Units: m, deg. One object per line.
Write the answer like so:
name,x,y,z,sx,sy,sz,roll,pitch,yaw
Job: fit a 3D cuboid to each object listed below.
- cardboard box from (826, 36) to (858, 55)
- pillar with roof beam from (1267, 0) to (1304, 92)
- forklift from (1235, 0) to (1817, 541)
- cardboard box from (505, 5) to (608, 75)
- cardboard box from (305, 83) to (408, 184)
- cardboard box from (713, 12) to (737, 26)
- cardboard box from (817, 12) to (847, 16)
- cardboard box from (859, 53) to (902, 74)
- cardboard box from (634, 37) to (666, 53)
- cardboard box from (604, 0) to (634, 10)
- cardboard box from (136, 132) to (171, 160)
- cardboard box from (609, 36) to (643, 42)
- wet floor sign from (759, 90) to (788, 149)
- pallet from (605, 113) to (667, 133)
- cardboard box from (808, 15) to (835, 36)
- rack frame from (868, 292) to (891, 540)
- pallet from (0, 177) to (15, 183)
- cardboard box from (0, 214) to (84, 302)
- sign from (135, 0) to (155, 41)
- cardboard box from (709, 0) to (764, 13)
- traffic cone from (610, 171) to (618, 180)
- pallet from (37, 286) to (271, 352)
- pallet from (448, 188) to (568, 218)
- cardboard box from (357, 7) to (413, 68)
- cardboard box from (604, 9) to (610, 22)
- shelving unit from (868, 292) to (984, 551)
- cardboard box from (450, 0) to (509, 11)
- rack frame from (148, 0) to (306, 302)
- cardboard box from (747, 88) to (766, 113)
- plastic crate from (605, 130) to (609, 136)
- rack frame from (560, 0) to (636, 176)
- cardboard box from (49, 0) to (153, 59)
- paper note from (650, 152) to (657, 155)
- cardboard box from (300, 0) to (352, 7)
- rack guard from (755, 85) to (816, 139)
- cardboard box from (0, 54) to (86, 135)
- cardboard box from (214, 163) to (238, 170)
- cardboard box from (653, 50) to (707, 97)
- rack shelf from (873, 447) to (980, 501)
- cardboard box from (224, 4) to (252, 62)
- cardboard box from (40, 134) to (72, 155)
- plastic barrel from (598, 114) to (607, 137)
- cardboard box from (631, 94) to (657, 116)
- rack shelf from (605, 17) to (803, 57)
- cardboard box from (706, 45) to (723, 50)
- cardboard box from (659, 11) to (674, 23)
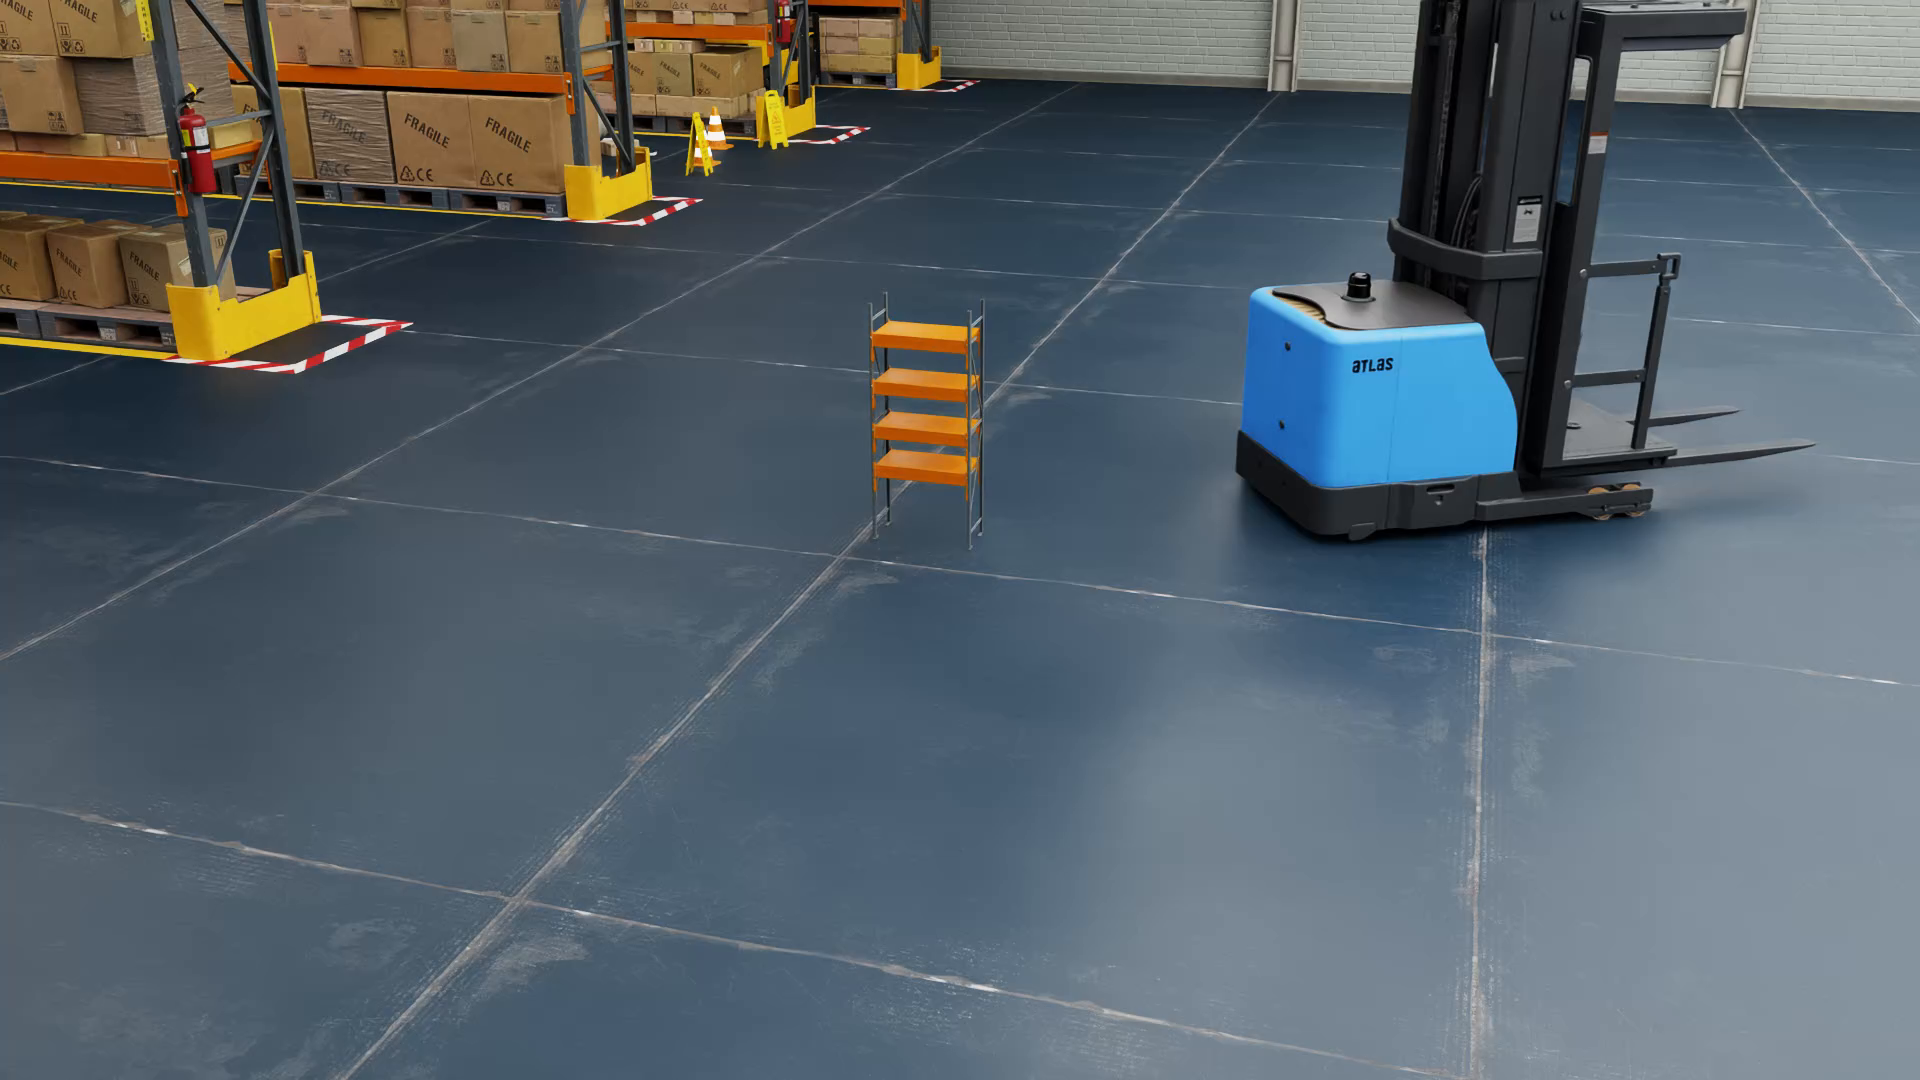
cardboard box,-1.666,-7.367,24.688,0.500,0.250,0.500,6,23,15
pillar with roof beam,3.461,-9.172,18.773,0.400,9.000,9.100,7,23,16
forklift,3.063,-1.643,8.414,3.031,2.935,1.130,-6,23,-14
cardboard box,-3.765,-4.695,15.565,0.550,0.550,0.875,7,23,16
cardboard box,-5.780,-4.059,16.460,0.875,0.875,0.875,7,23,16
cardboard box,-2.758,-6.245,19.874,0.250,0.149,0.380,6,23,15
cardboard box,-1.994,-7.833,25.166,0.500,0.250,0.500,6,23,15
cardboard box,-1.174,-7.074,24.632,0.500,0.250,0.500,7,23,16
cardboard box,-3.768,-6.047,20.287,0.250,0.149,0.380,8,23,18
cardboard box,-4.098,-6.729,20.199,0.500,0.500,0.500,7,23,16
cardboard box,-5.258,-2.650,11.110,0.250,0.149,0.380,7,23,16
cardboard box,-4.965,-7.802,25.913,0.625,0.625,0.875,8,24,18
wet floor sign,-2.191,-4.912,19.395,0.232,0.644,0.267,16,27,34
pallet,-4.068,-5.365,21.072,1.213,0.211,1.003,7,23,16
cardboard box,-2.141,-7.642,24.700,0.500,0.250,0.500,7,23,16
rack frame,-0.392,-0.600,8.152,0.015,1.200,0.240,7,23,16
pallet,-10.322,-4.074,17.925,1.213,0.211,1.003,7,23,16
cardboard box,-6.695,-2.051,12.059,0.500,0.500,0.500,9,24,20
sign,-5.105,-3.293,10.403,0.005,0.325,0.100,7,23,16
cardboard box,-2.663,-6.554,19.772,0.500,0.500,0.500,6,23,15
traffic cone,-3.495,-4.002,17.416,0.334,0.463,0.336,7,23,16
pallet,-5.766,-1.630,11.967,1.213,0.211,1.003,7,23,16
pallet,-4.185,-3.370,16.209,1.213,0.211,1.003,7,23,15
cardboard box,-5.317,-4.897,16.059,0.500,0.550,0.875,7,23,16
cardboard box,-4.213,-6.421,20.302,0.250,0.149,0.380,6,23,15
shelving unit,-0.158,-0.573,8.087,0.503,1.200,0.258,7,23,16
cardboard box,-4.294,-5.252,15.500,0.550,0.550,0.875,7,23,16
rack frame,-4.926,-2.810,11.169,0.127,3.000,1.000,7,23,16
cardboard box,-2.756,-5.522,20.849,0.500,0.250,0.500,6,23,15
plastic crate,-4.627,-5.029,20.424,0.583,0.080,0.402,-1,22,-3
rack frame,-3.396,-4.601,15.535,0.127,3.000,1.000,7,23,16
cardboard box,-5.524,-3.427,10.832,0.500,0.500,0.500,7,23,16
paper note,-3.543,-4.418,18.999,0.142,0.019,0.148,-1,22,-3
cardboard box,-5.845,-5.429,15.931,0.550,0.550,0.875,7,23,16
rack guard,-2.136,-5.263,20.441,0.348,0.500,1.175,7,23,16
cardboard box,-5.958,-3.076,11.292,0.500,0.500,0.875,7,23,16
cardboard box,-7.846,-4.229,17.037,0.750,0.750,1.050,6,23,15
cardboard box,-3.406,-5.729,20.366,0.500,0.500,0.500,7,23,17
rack shelf,-0.158,-0.327,8.187,0.480,0.148,0.258,7,23,16
cardboard box,-6.869,-5.073,16.487,0.550,0.550,0.875,7,23,16
cardboard box,-5.987,-2.720,11.279,0.250,0.149,0.380,7,23,16
plastic barrel,-4.478,-4.895,19.646,0.512,0.421,0.421,-14,26,-30
cardboard box,-3.911,-5.439,20.647,0.500,0.250,0.500,6,23,14
rack shelf,-3.978,-6.297,20.617,4.000,0.370,1.077,7,23,16
cardboard box,-3.280,-5.927,20.848,0.500,0.500,0.500,6,23,14
cardboard box,-3.457,-6.378,20.196,0.250,0.149,0.380,7,23,16
